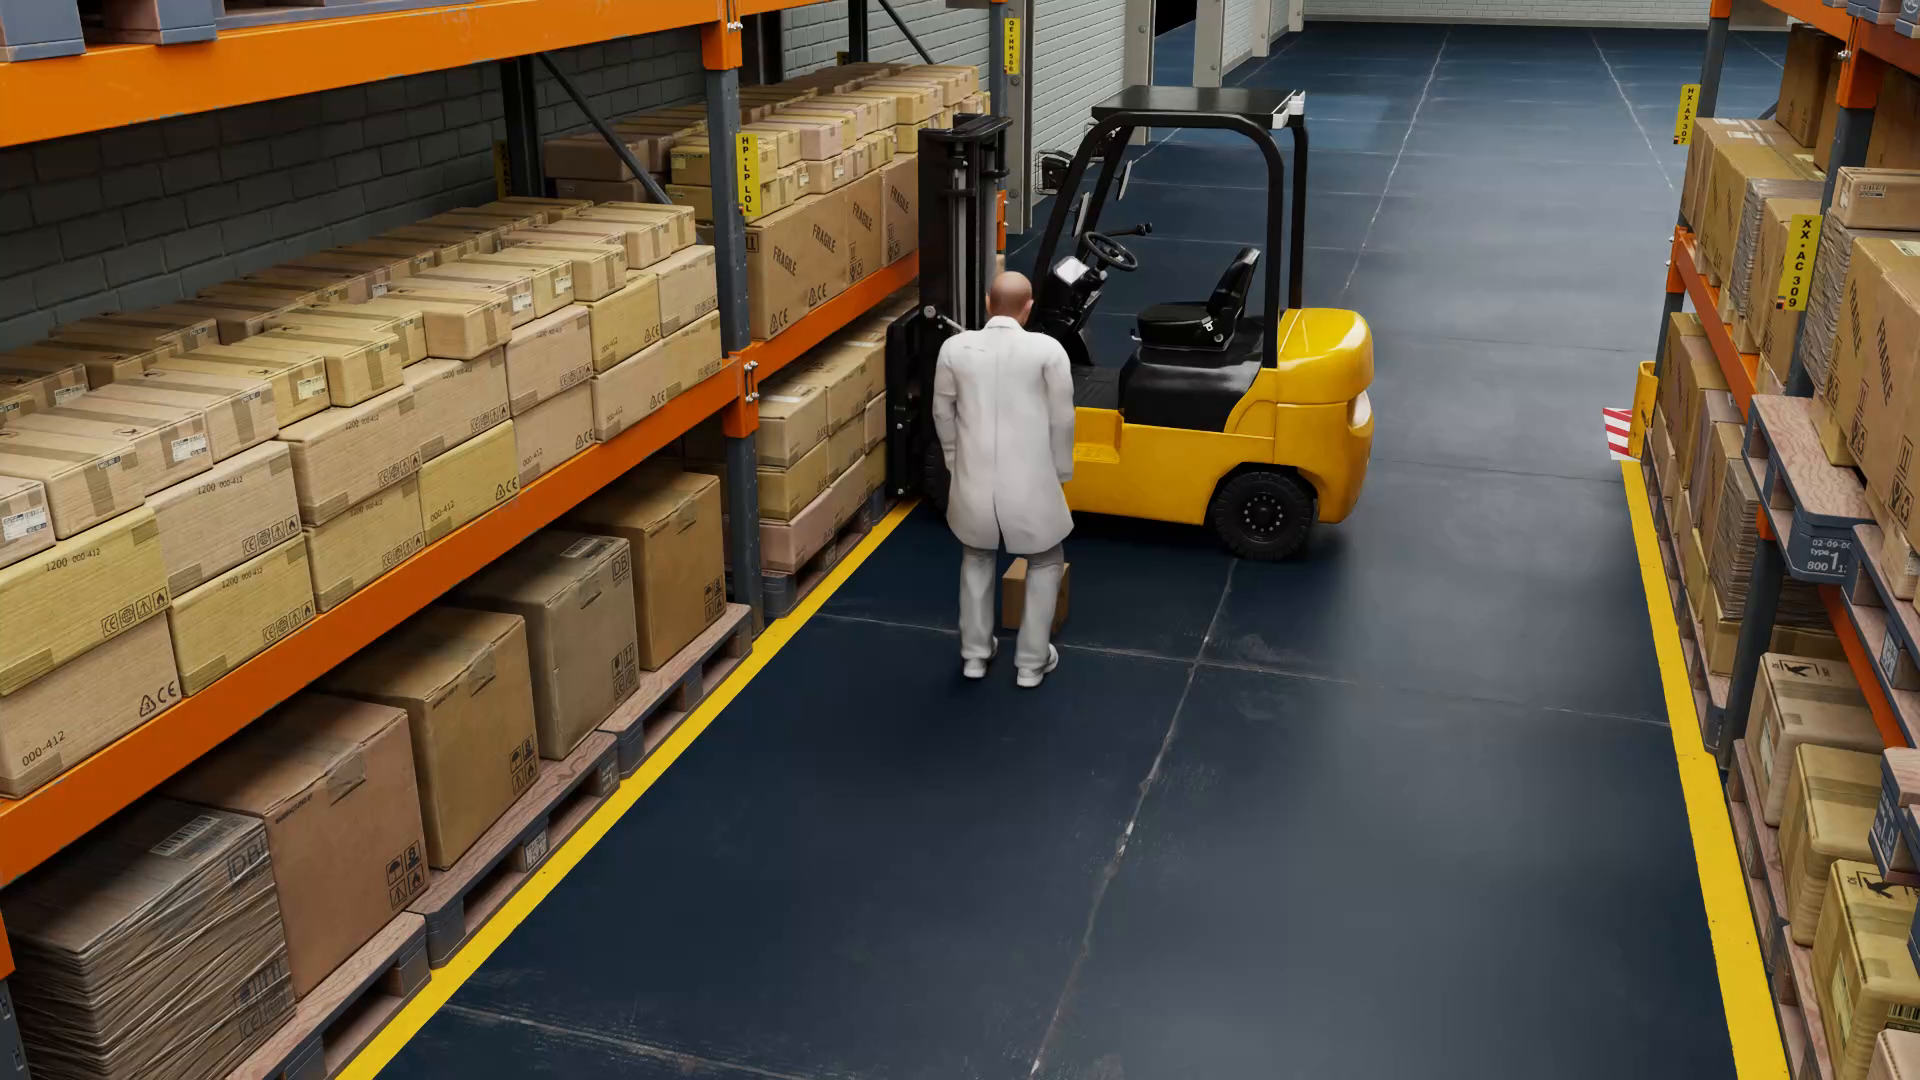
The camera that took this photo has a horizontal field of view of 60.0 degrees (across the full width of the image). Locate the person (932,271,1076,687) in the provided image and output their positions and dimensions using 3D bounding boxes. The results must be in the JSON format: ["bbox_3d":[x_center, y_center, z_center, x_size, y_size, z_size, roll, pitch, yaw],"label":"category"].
[{"bbox_3d":[0.176,-0.235,6.831,0.599,1.693,0.459,7,23,17],"label":"person"}]
